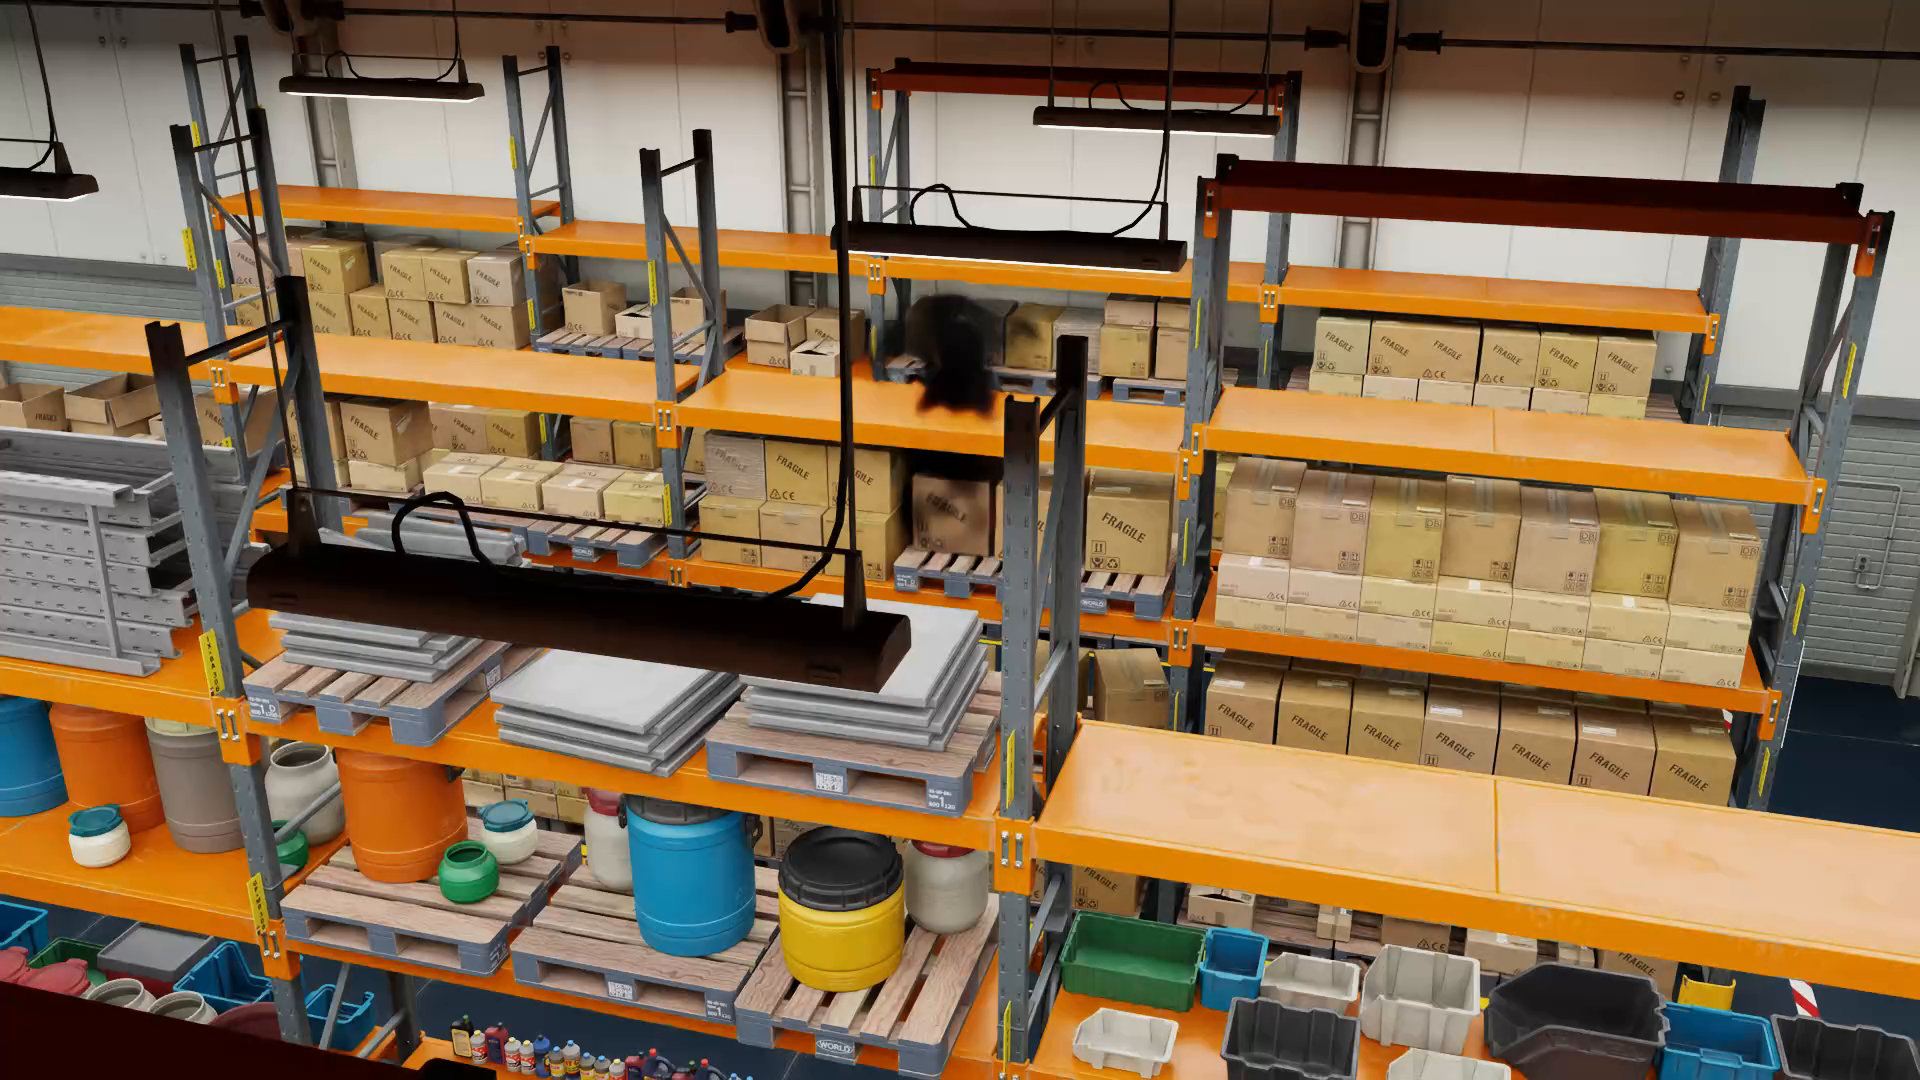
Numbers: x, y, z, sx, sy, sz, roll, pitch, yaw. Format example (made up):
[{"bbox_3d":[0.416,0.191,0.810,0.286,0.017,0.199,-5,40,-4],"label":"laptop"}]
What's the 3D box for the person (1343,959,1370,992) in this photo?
[{"bbox_3d":[2.902,3.422,10.766,1.040,1.382,0.547,14,27,31],"label":"person"}]
